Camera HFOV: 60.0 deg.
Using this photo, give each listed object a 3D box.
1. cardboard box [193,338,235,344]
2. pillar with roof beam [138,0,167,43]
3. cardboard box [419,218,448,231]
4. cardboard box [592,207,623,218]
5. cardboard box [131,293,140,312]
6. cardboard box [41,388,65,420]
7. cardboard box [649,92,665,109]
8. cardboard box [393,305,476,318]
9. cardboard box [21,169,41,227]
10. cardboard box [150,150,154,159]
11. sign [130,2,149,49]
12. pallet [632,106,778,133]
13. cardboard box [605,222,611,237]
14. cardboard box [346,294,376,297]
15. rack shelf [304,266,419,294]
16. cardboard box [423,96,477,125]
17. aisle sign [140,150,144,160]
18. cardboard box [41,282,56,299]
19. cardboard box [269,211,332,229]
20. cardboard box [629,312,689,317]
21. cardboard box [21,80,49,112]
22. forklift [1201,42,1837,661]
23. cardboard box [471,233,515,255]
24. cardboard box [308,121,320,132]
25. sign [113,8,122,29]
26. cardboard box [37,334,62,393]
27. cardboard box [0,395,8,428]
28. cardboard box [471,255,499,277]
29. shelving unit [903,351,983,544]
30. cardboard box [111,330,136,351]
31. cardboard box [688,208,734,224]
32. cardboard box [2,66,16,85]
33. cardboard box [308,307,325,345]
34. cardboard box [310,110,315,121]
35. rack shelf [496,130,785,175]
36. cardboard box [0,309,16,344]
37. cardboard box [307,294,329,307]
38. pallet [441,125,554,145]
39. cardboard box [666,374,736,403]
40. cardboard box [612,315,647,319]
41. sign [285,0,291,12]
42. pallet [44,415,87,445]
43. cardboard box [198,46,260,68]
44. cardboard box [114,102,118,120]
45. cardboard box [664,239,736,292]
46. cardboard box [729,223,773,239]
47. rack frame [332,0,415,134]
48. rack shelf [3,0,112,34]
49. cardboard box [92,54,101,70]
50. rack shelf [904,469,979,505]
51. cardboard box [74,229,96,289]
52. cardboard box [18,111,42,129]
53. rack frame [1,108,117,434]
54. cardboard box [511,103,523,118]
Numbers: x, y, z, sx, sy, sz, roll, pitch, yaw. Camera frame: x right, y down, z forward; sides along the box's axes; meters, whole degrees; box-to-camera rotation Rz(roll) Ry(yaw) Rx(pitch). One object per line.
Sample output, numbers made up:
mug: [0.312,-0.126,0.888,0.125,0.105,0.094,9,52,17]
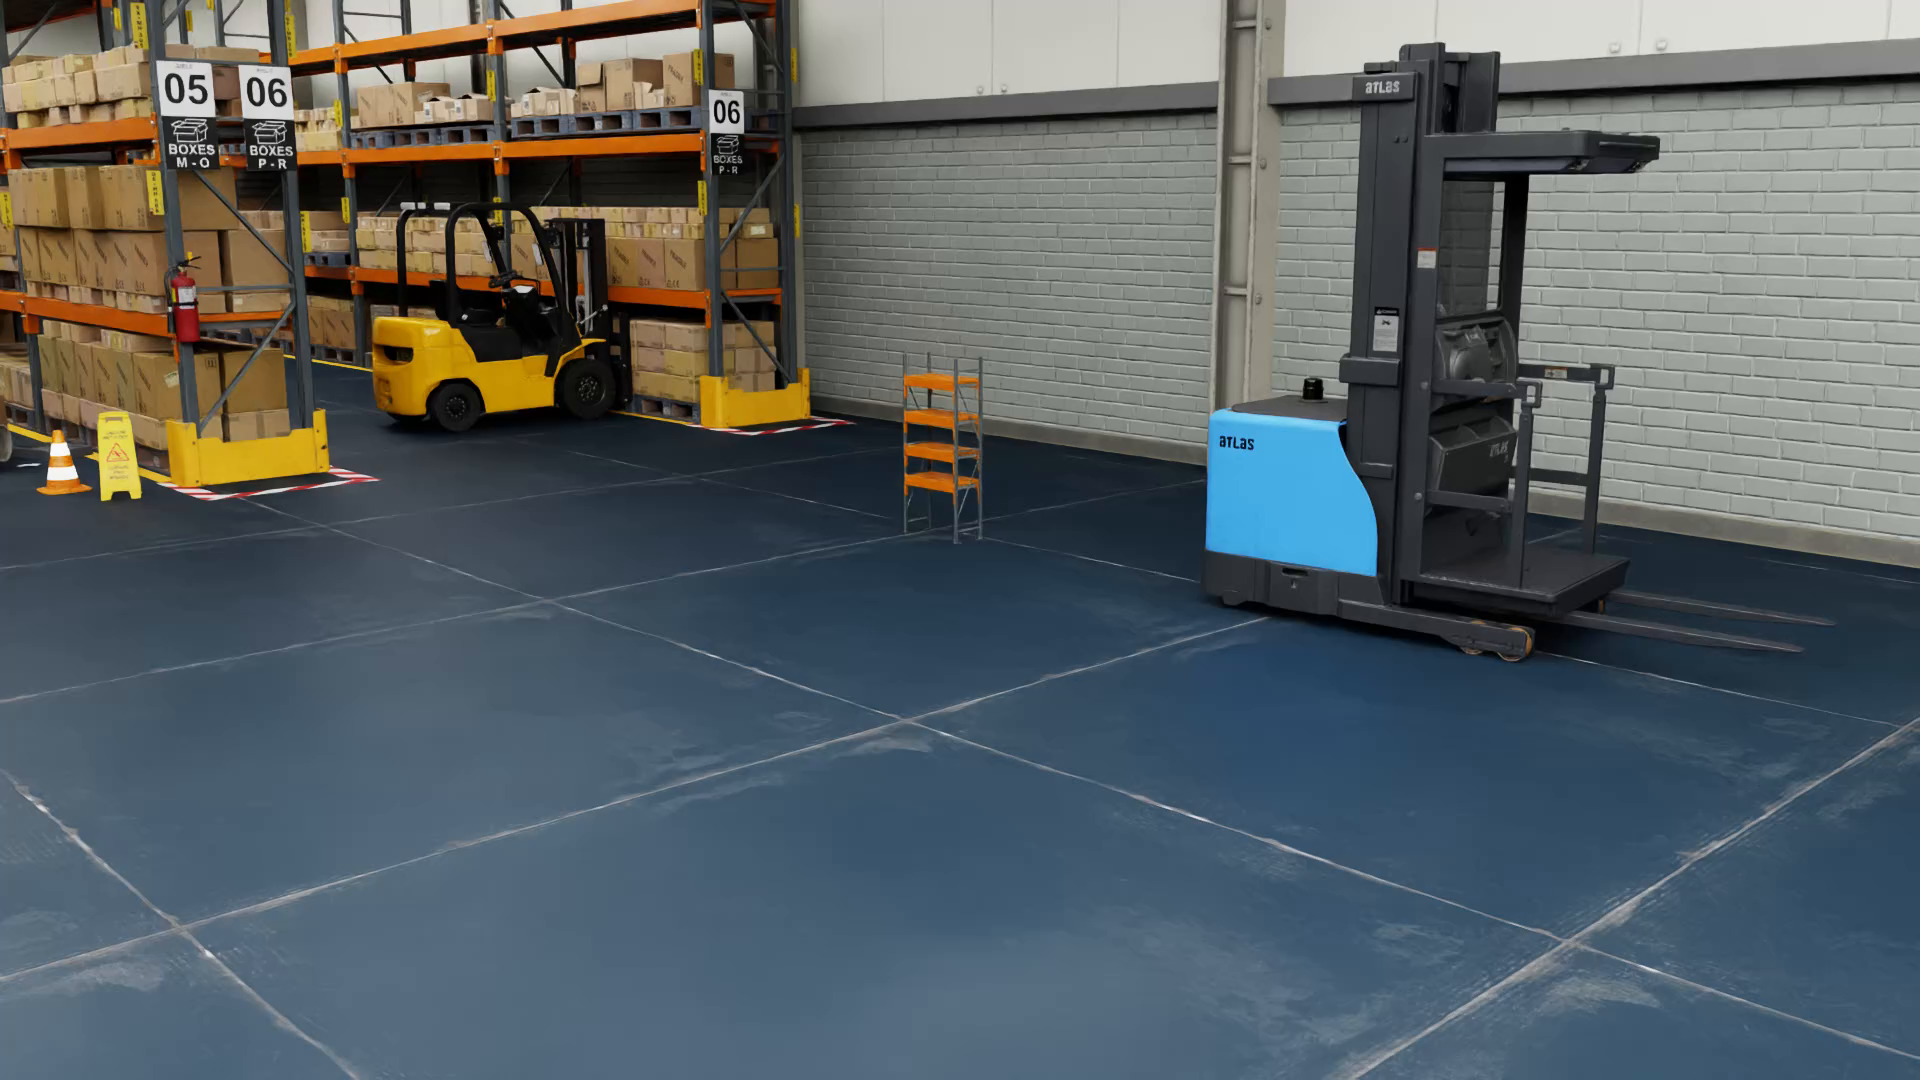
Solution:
cardboard box: [-6.721,-1.504,14.692,0.500,0.500,0.500,-10,16,-41]
pillar with roof beam: [-17.428,-7.853,26.725,9.100,9.000,0.400,-11,16,-43]
cardboard box: [-6.357,-3.840,20.259,0.250,0.149,0.380,11,16,44]
cardboard box: [-3.680,-3.457,17.667,0.380,0.149,0.250,-11,16,-42]
cardboard box: [-6.473,-1.931,13.475,0.380,0.149,0.250,-11,16,-44]
cardboard box: [-8.193,-1.287,15.497,0.500,0.250,0.500,11,16,43]
cardboard box: [-2.847,-4.339,16.441,0.250,0.149,0.380,11,16,44]
cardboard box: [-6.702,-2.683,21.345,0.875,0.625,0.625,-10,15,-41]
cardboard box: [-7.921,-3.064,14.887,0.700,0.500,0.500,-11,16,-42]
cardboard box: [-12.853,-6.228,26.894,0.380,0.149,0.250,-11,16,-42]
sign: [-6.058,-3.796,12.276,0.100,0.325,0.005,-11,16,-43]
pallet: [-2.525,-4.193,16.614,1.003,0.211,1.213,-11,16,-43]
cardboard box: [-3.508,-3.271,17.499,0.380,0.149,0.250,-11,16,-43]
cardboard box: [-8.444,-3.398,23.516,0.380,0.149,0.250,-11,16,-44]
rack shelf: [-8.961,-3.767,23.545,1.077,0.370,4.000,-11,16,-43]
cardboard box: [-6.024,-5.108,19.768,0.500,0.311,0.500,11,16,43]
aisle sign: [-13.364,-6.237,27.310,0.394,0.787,0.004,-11,16,-43]
cardboard box: [-8.208,-2.308,15.304,0.380,0.149,0.250,-10,15,-41]
cardboard box: [-9.270,-4.374,23.420,0.700,0.500,0.500,-11,16,-43]
cardboard box: [-3.285,-2.328,18.072,0.500,0.250,0.500,-11,16,-44]
cardboard box: [-7.936,-3.917,14.689,0.500,0.250,0.500,-11,16,-43]
forklift: [2.790,-0.967,8.341,3.031,2.935,1.130,10,15,39]
cardboard box: [-5.342,-3.451,19.362,0.500,0.250,0.500,-11,16,-44]
cardboard box: [-8.530,-5.549,22.363,0.380,0.149,0.250,-11,16,-43]
sign: [-13.497,-8.354,26.648,0.100,0.325,0.005,-11,16,-43]
cardboard box: [-8.193,-1.654,15.421,0.500,0.500,0.500,-10,15,-40]
cardboard box: [-8.649,-0.982,14.435,0.500,0.500,0.500,-1,12,-4]
cardboard box: [-5.355,-3.207,19.418,0.500,0.250,0.500,-10,16,-41]
shelving unit: [-0.114,-0.612,10.908,0.258,1.200,0.503,-11,16,-43]
cardboard box: [-6.858,-1.674,13.909,0.380,0.149,0.250,-11,16,-42]
cardboard box: [-2.455,-3.195,16.395,0.380,0.149,0.250,-11,16,-42]
cardboard box: [-8.424,-4.197,15.061,0.380,0.149,0.250,-11,16,-44]
cardboard box: [-8.729,-2.991,23.150,0.500,0.500,0.500,-10,15,-40]
cardboard box: [-8.502,-5.701,22.362,0.380,0.149,0.250,-11,16,-43]
rack shelf: [-3.437,-4.069,17.576,1.077,0.370,4.000,-11,16,-43]
cardboard box: [-11.584,-2.413,19.413,0.875,0.875,0.875,-11,16,-43]
cardboard box: [-9.000,-3.361,23.337,0.250,0.149,0.380,11,16,42]
pallet: [-5.436,-4.746,19.555,1.217,0.209,0.805,11,16,43]
cardboard box: [-2.608,-1.544,16.743,0.500,0.250,0.500,-11,16,-42]
cardboard box: [-3.656,-2.253,17.711,0.500,0.250,0.500,-11,16,-44]
sign: [-9.945,-7.963,24.553,0.100,0.325,0.005,-11,16,-43]
pallet: [-7.916,-1.093,15.692,1.003,0.211,1.213,-11,16,-43]
cardboard box: [-5.741,-3.785,13.061,0.380,0.149,0.250,-11,16,-43]
cardboard box: [-6.573,-3.448,13.405,0.380,0.149,0.250,-11,16,-42]
cardboard box: [-2.585,-2.744,16.550,0.500,0.500,0.500,-11,16,-44]
cardboard box: [-2.102,-3.112,16.729,0.250,0.149,0.380,11,16,44]
rack frame: [-7.580,-6.766,21.451,1.000,3.000,0.127,-11,16,-43]
rack shelf: [-9.786,-5.233,16.787,1.077,0.370,4.000,-11,16,-43]
cardboard box: [-6.893,-3.913,13.684,0.250,0.149,0.380,11,16,44]
rack shelf: [-0.114,-0.351,10.961,0.258,0.148,0.480,-11,16,-43]
cardboard box: [-7.239,-2.427,14.273,0.500,0.500,0.500,-11,16,-42]
cardboard box: [-8.229,-3.772,14.973,0.380,0.149,0.250,-11,16,-42]
rack frame: [-8.405,-2.552,15.862,1.000,3.000,0.127,-11,16,-43]
cardboard box: [-4.727,-4.737,18.369,0.380,0.149,0.250,-10,16,-41]
